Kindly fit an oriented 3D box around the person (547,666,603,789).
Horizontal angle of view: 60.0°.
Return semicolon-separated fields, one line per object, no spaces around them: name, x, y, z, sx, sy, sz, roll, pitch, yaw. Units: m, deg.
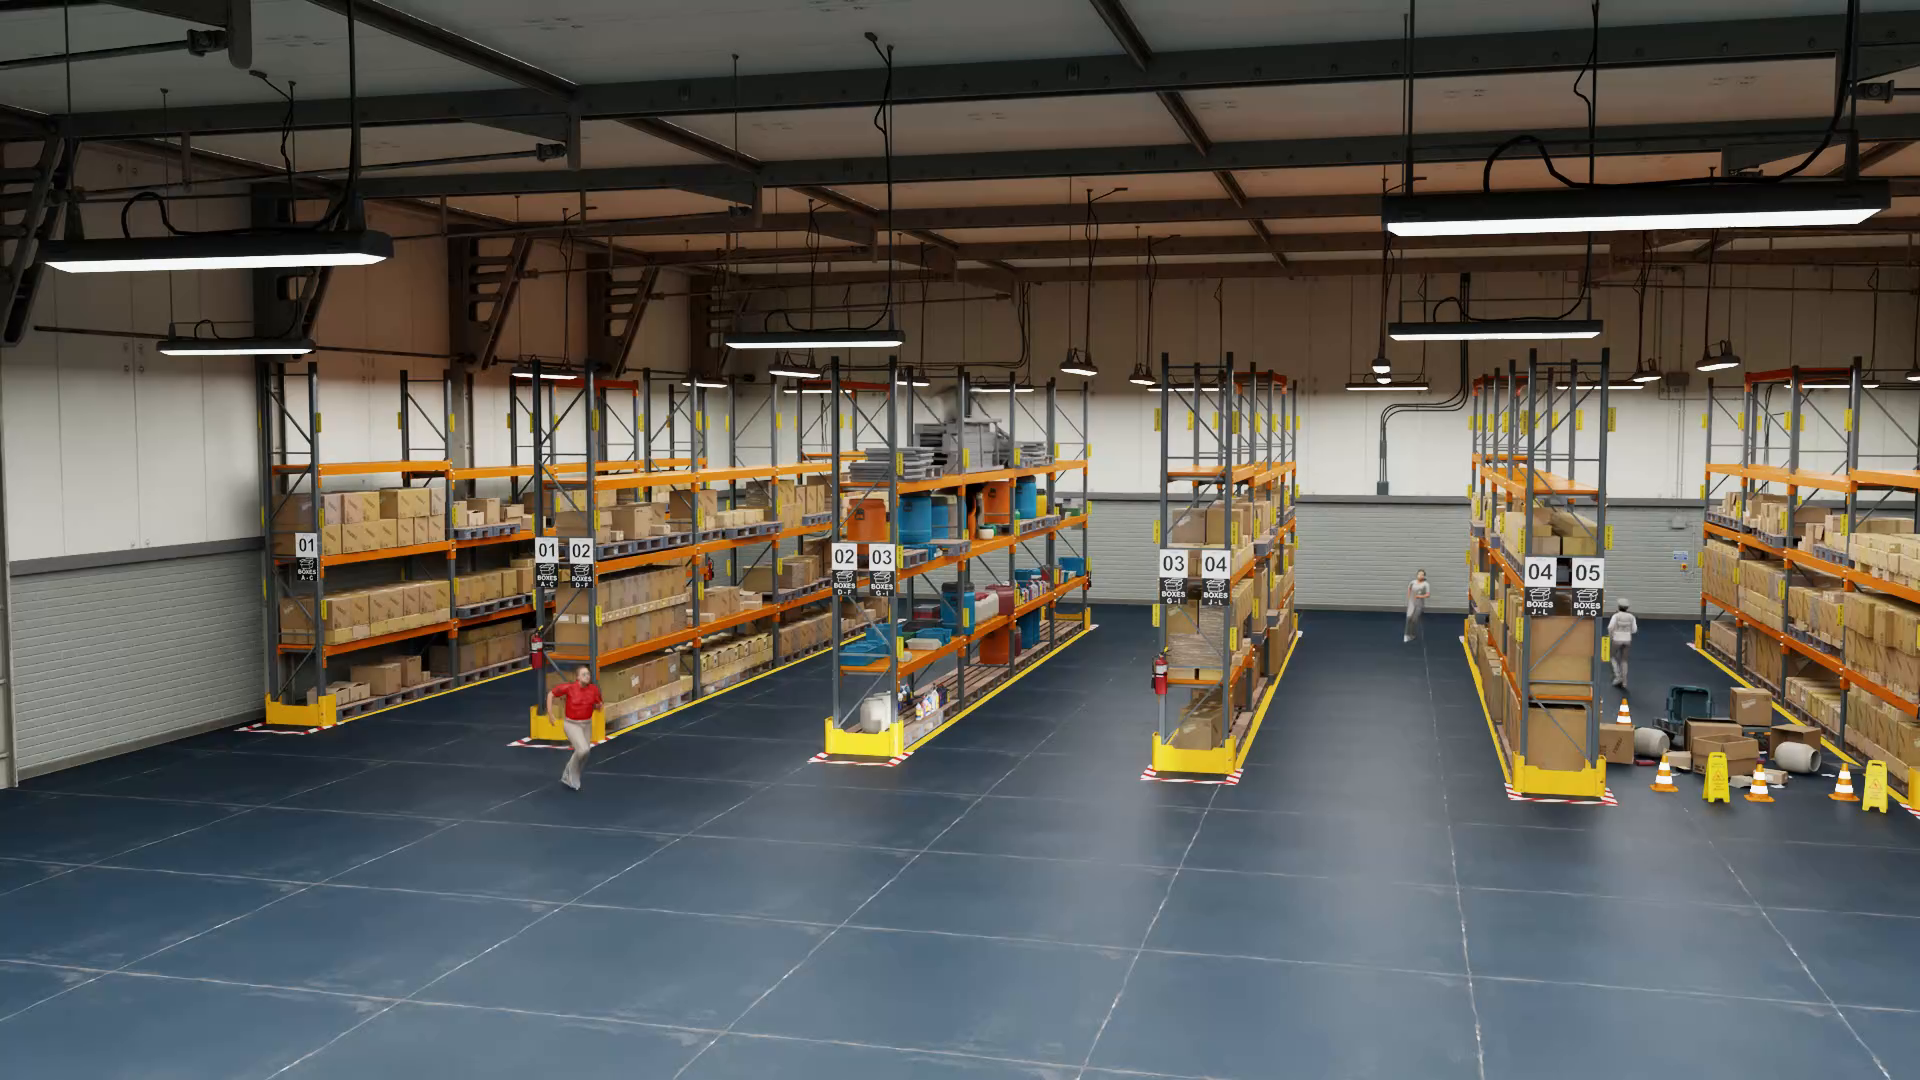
person;-5.177;2.552;22.598;0.791;1.681;0.699;4;6;45

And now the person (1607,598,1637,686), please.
person;12.551;1.936;31.655;0.597;1.679;0.597;0;4;4

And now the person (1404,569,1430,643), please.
person;10.447;1.507;37.994;0.567;1.633;0.739;2;4;25
